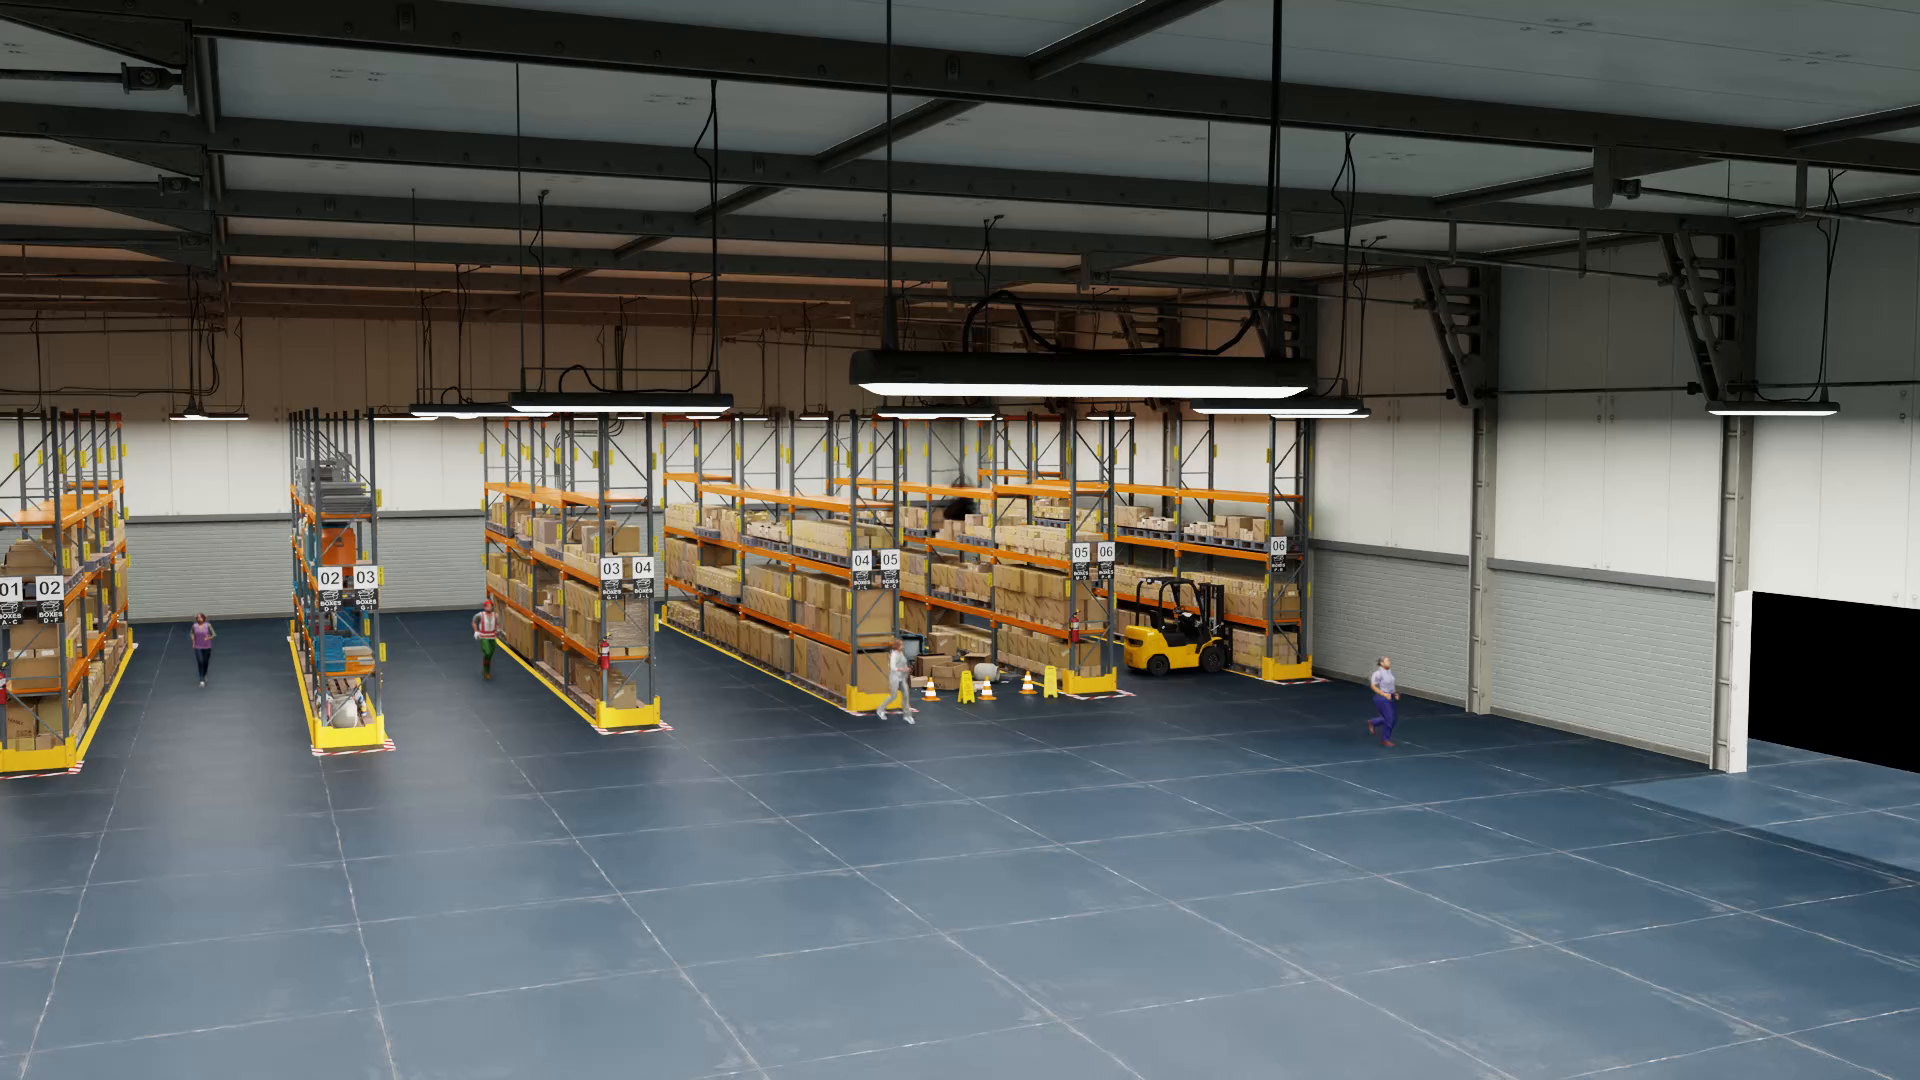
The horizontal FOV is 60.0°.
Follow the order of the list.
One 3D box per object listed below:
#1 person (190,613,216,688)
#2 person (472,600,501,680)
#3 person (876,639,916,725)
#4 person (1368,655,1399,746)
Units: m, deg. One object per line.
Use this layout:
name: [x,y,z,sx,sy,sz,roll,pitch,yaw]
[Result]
person: [-16.548,2.380,36.363,0.526,1.606,0.815,-2,4,-23]
person: [-10.569,2.235,37.276,0.565,1.809,0.838,-3,5,-38]
person: [-1.222,2.695,31.733,0.811,1.633,0.560,2,4,24]
person: [7.514,2.857,29.664,0.592,1.611,0.608,3,5,38]
